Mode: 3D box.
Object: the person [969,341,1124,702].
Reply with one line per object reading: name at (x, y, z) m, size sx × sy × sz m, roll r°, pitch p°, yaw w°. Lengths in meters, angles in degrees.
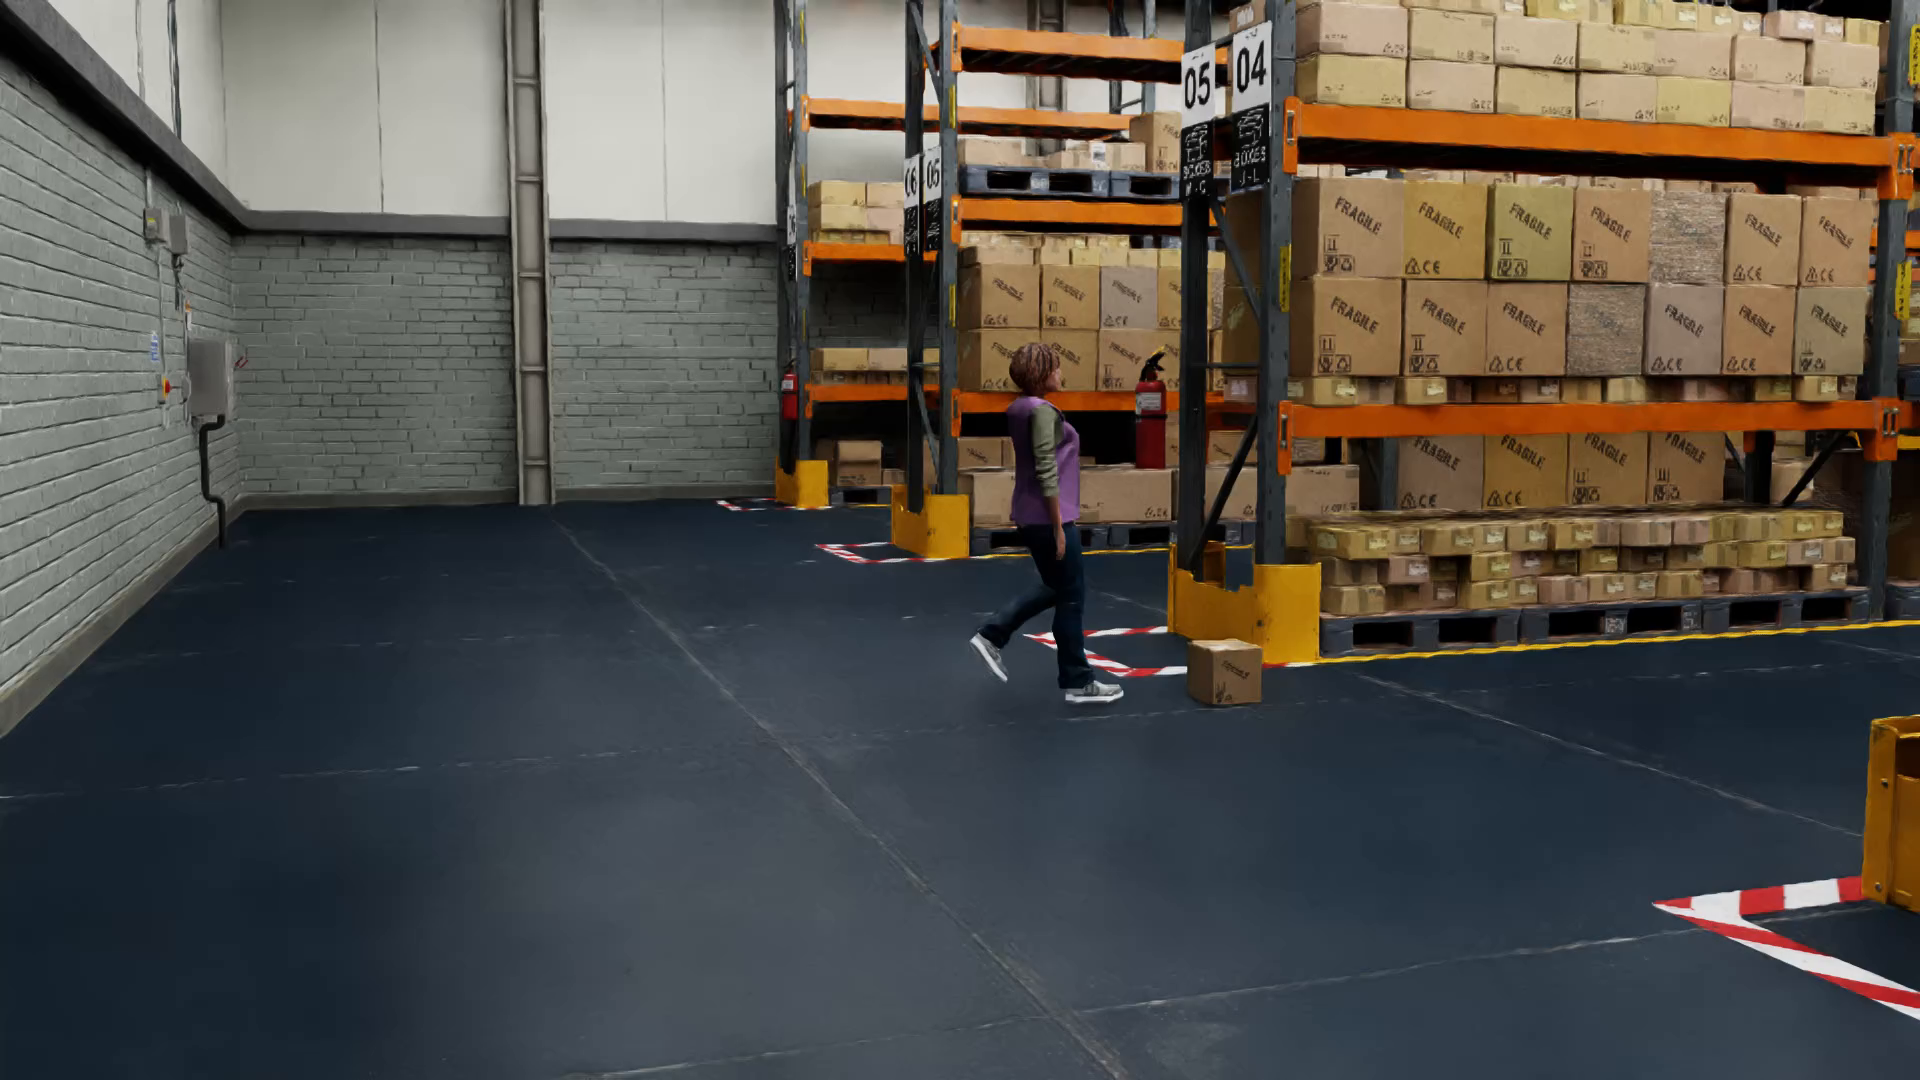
person at (0.390, -0.075, 7.311) m, size 0.665 × 1.586 × 0.438 m, roll -2°, pitch 6°, yaw -17°
